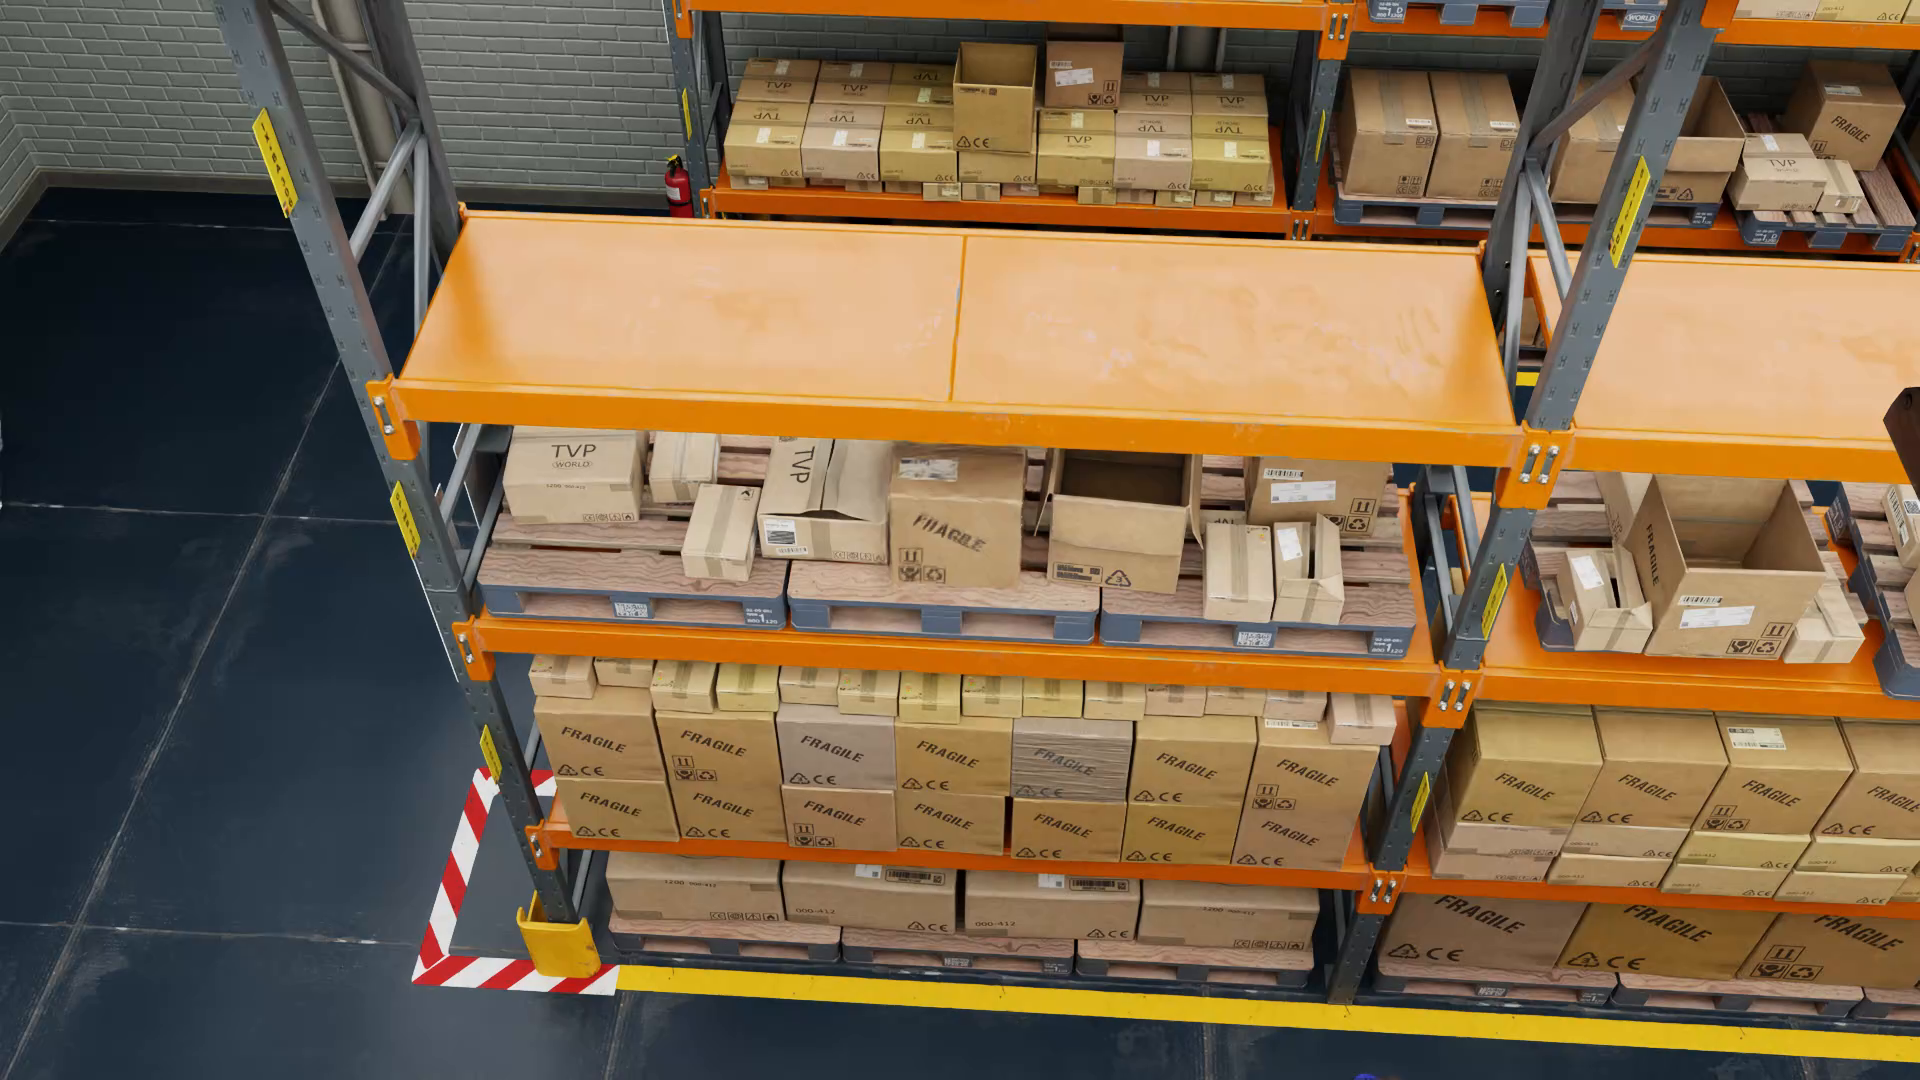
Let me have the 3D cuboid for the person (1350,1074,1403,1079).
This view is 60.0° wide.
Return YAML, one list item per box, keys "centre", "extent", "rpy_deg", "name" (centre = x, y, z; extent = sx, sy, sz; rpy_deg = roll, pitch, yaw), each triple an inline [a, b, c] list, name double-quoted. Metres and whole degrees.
- centre: [1.759, 2.720, 7.203]
  extent: [0.557, 1.697, 0.487]
  rpy_deg: [-18, 50, -15]
  name: "person"

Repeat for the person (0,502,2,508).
- centre: [-6.388, -0.856, 10.437]
  extent: [0.399, 1.568, 0.755]
  rpy_deg: [-2, 48, -2]
  name: "person"
